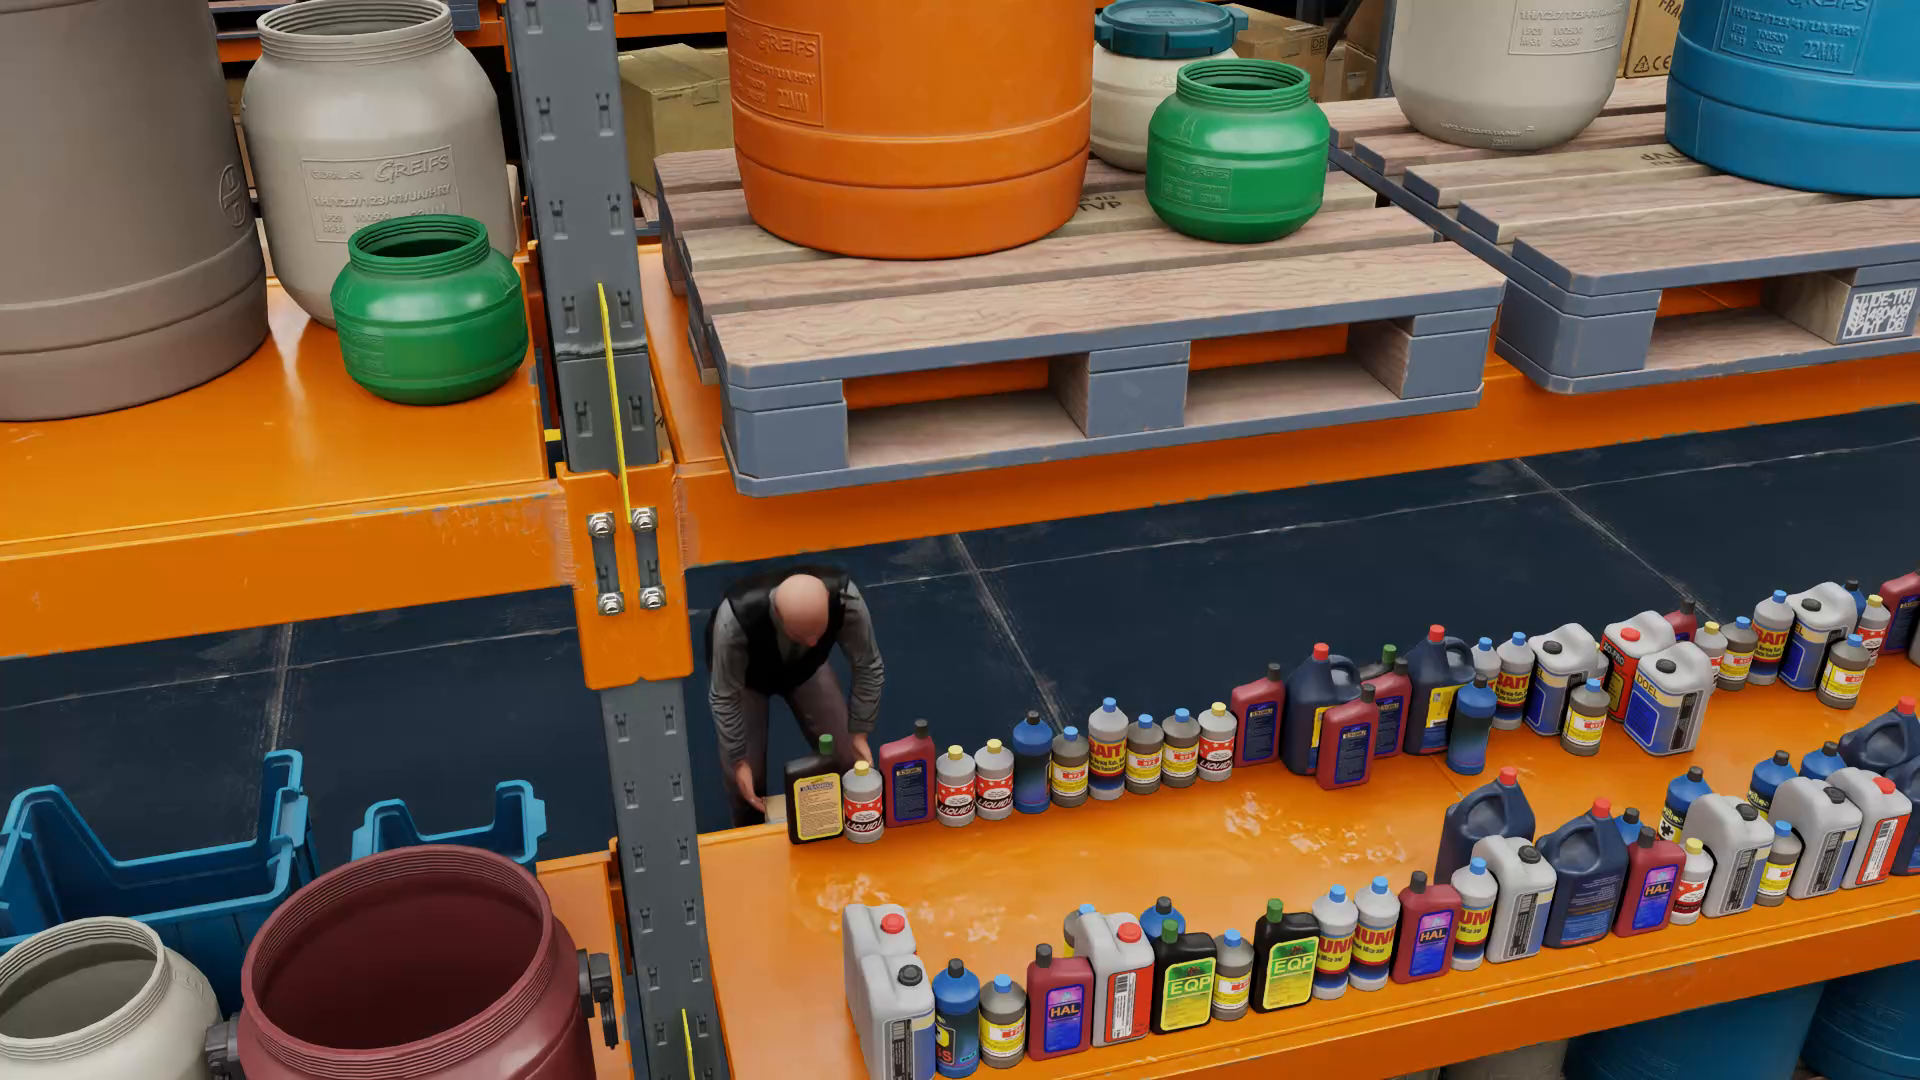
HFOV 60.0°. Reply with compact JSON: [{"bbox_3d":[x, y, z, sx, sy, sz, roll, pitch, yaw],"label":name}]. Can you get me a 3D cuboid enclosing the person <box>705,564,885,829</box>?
[{"bbox_3d":[-0.571,0.539,5.660,0.588,1.289,0.767,-8,31,-13],"label":"person"}]
